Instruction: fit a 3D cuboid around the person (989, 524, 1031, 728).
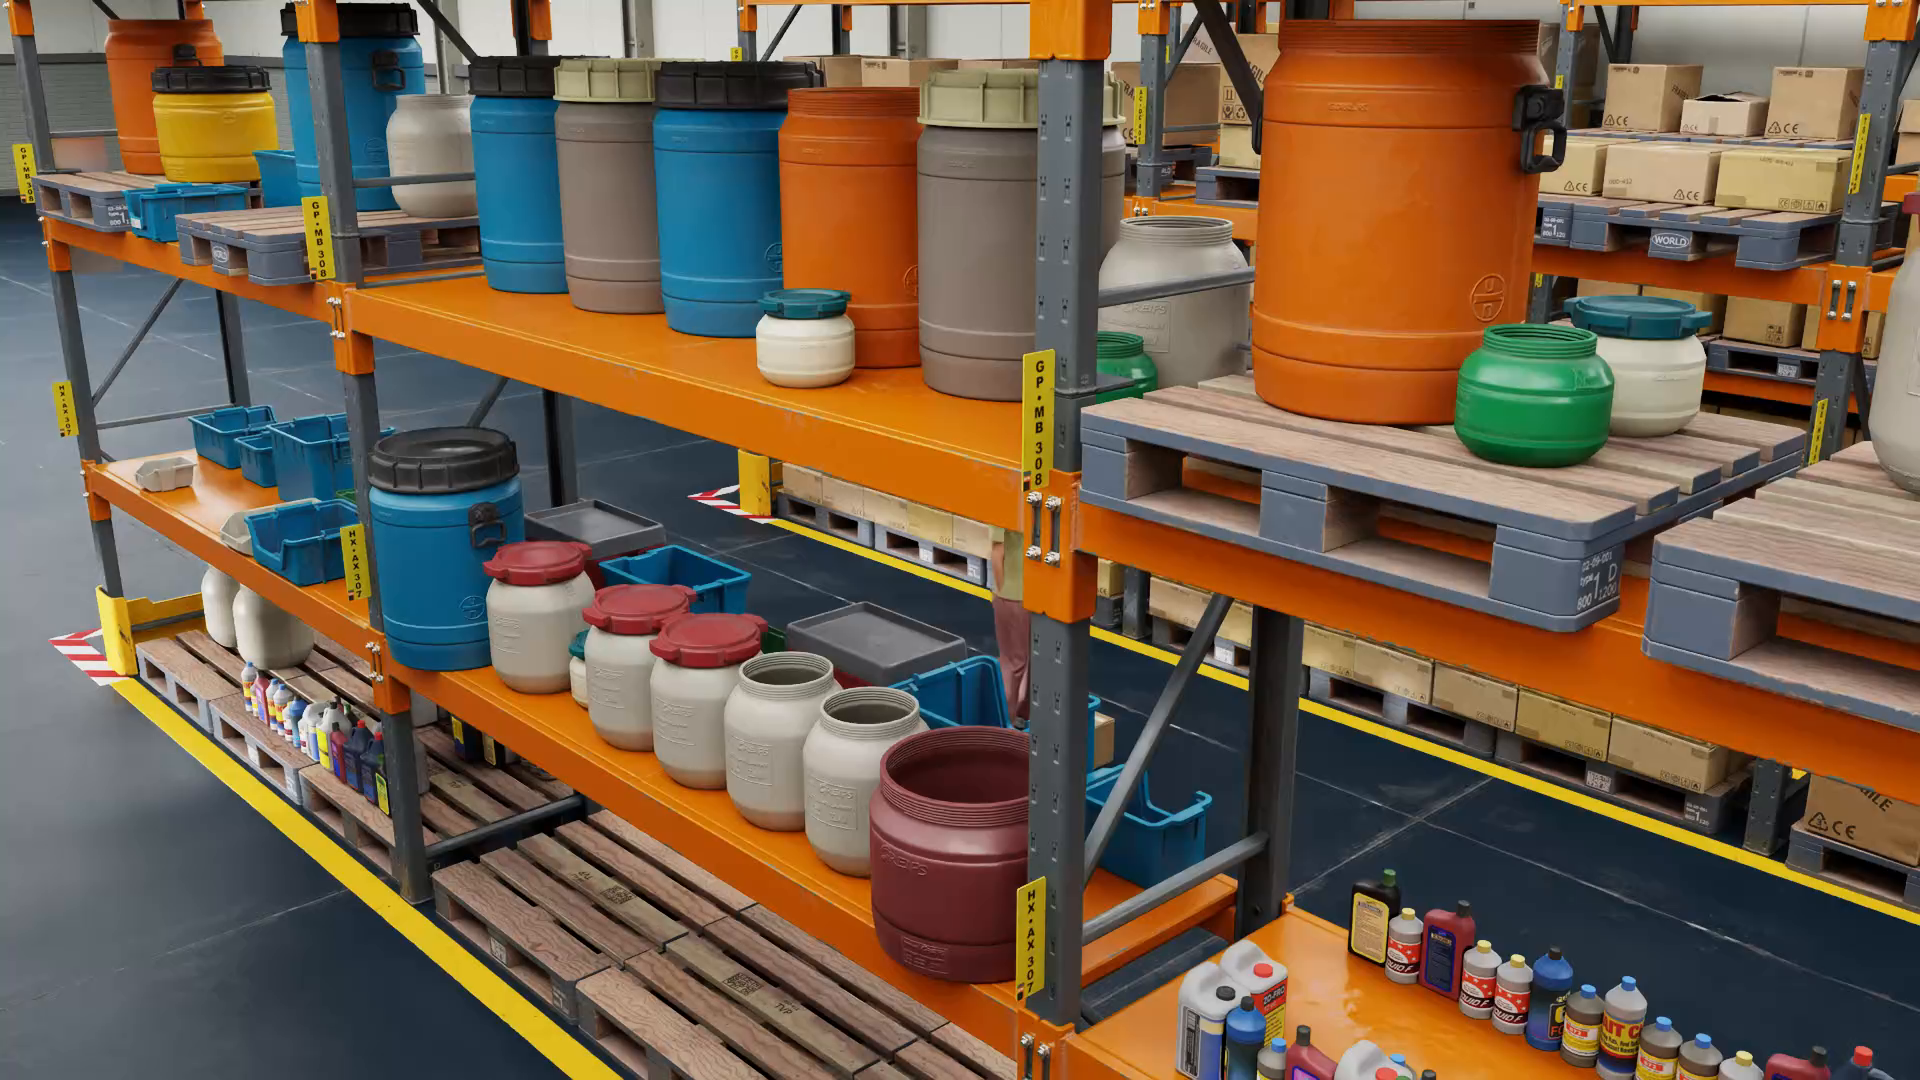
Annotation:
[{"bbox_3d":[0.354,0.300,9.123,0.450,1.672,0.359,-15,23,-40],"label":"person"}]
